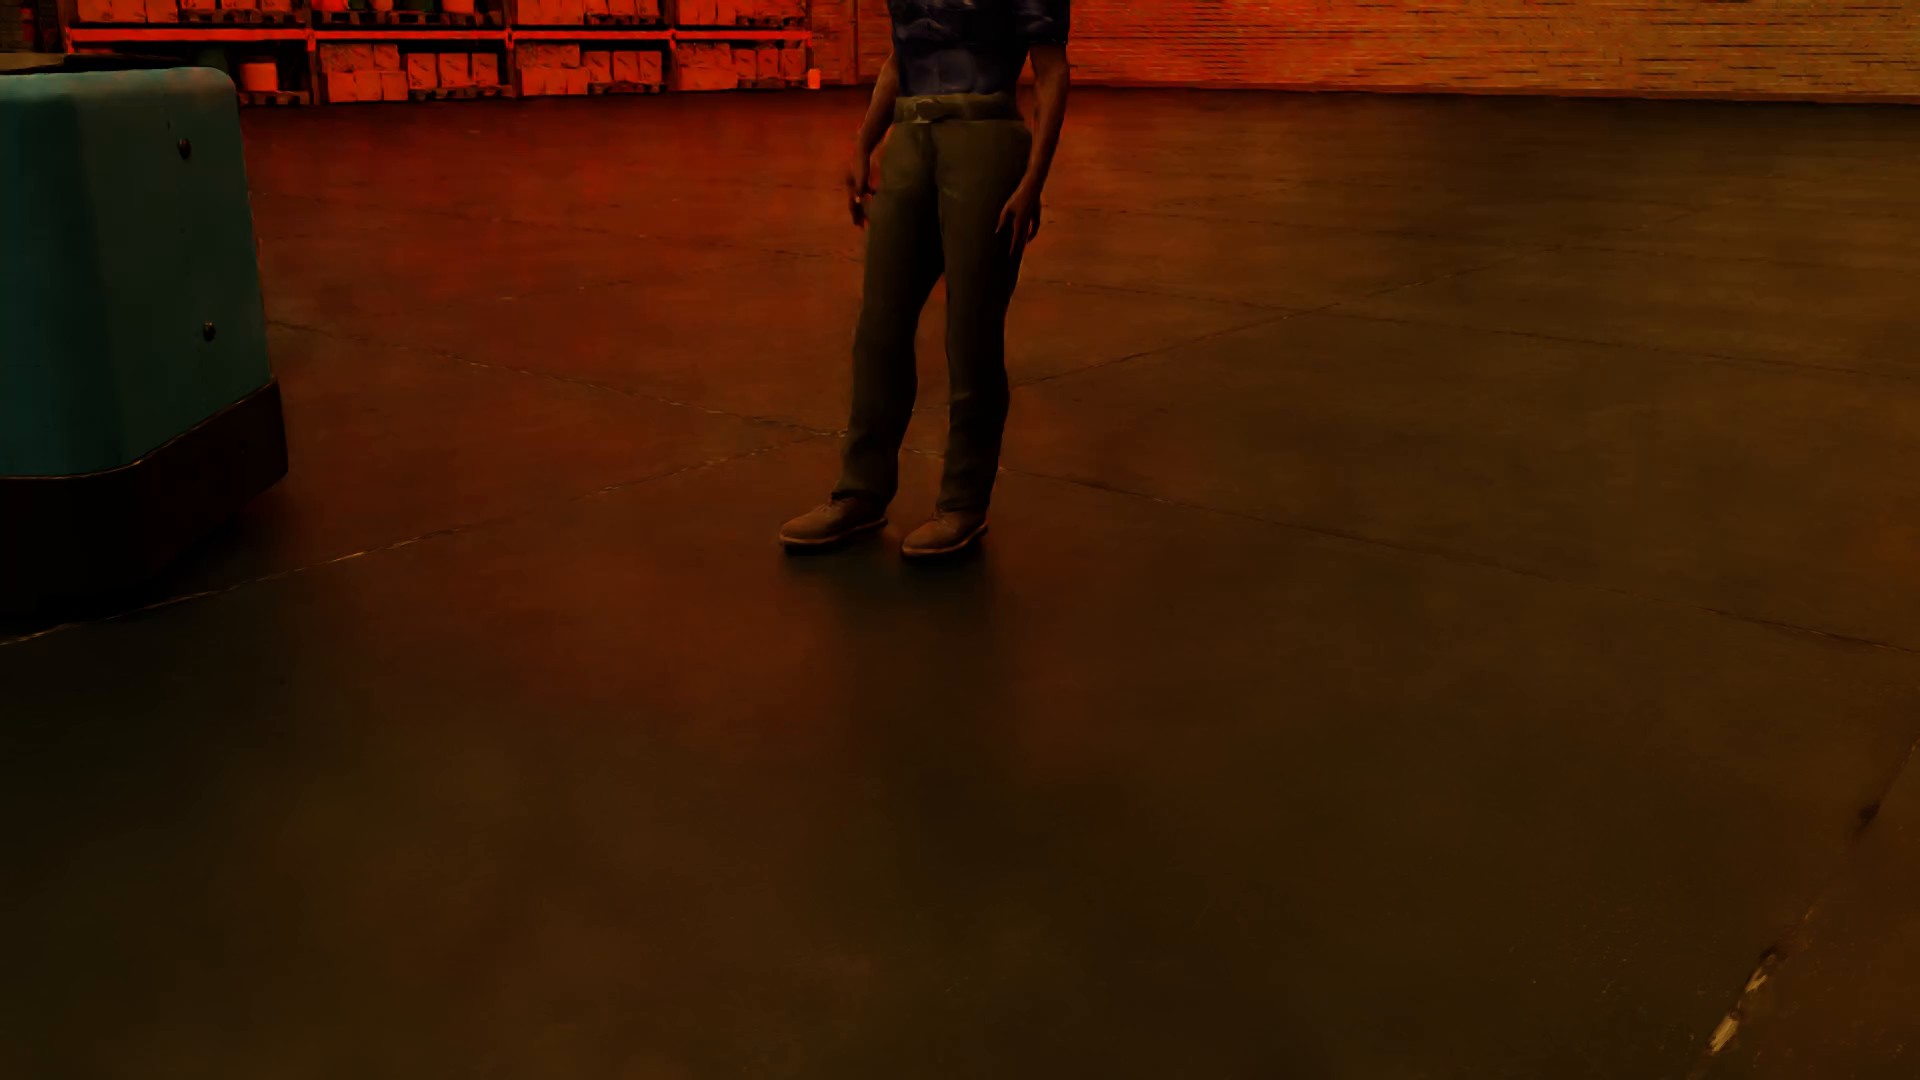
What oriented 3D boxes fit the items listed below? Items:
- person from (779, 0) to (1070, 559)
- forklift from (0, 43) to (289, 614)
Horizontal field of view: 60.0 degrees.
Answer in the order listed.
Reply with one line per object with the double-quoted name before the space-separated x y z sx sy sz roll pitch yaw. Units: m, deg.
"person" -0.071 -0.782 3.647 0.569 1.654 0.504 13 21 37
"forklift" -3.211 -1.357 3.368 3.031 2.935 1.130 -1 17 -3
